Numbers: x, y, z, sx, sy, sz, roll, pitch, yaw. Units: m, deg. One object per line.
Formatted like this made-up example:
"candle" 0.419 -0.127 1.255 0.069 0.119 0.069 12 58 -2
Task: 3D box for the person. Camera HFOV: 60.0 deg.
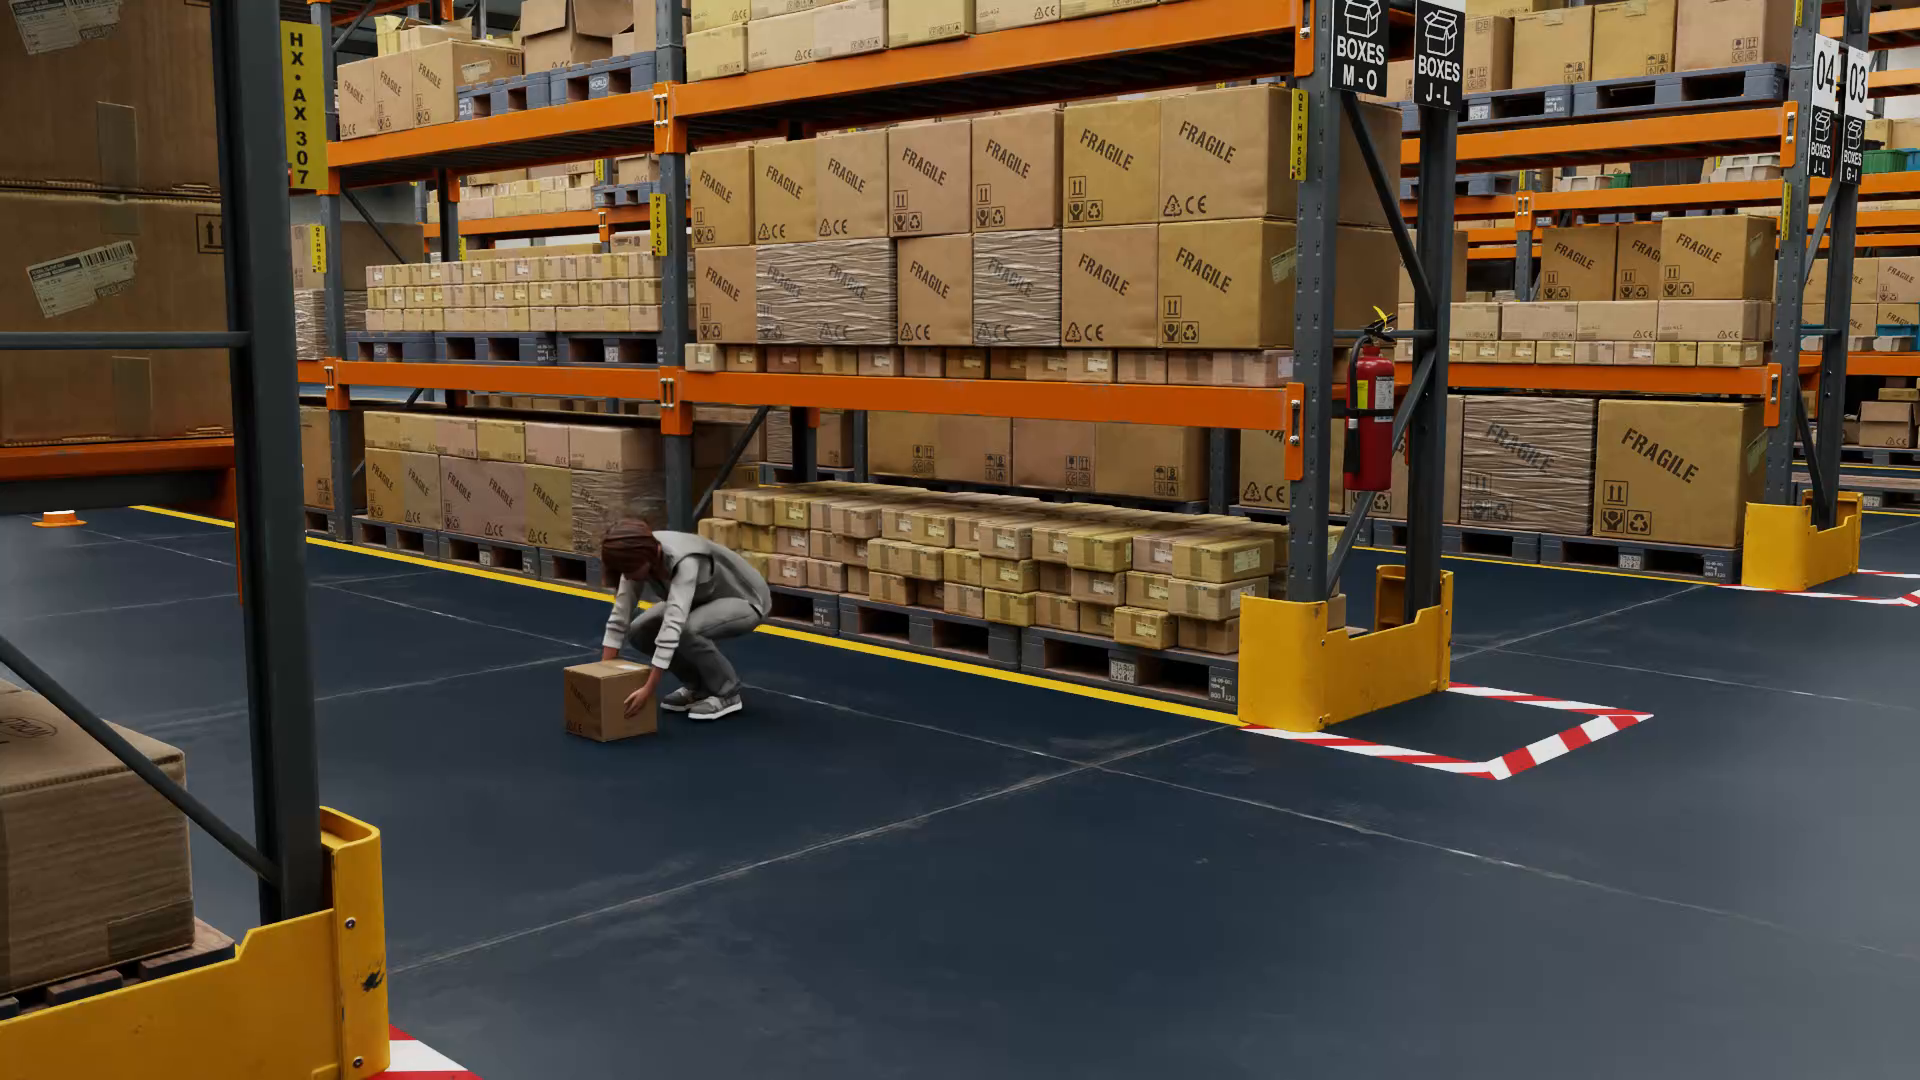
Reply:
"person" -1.085 0.299 6.556 0.443 0.820 0.803 7 10 43
